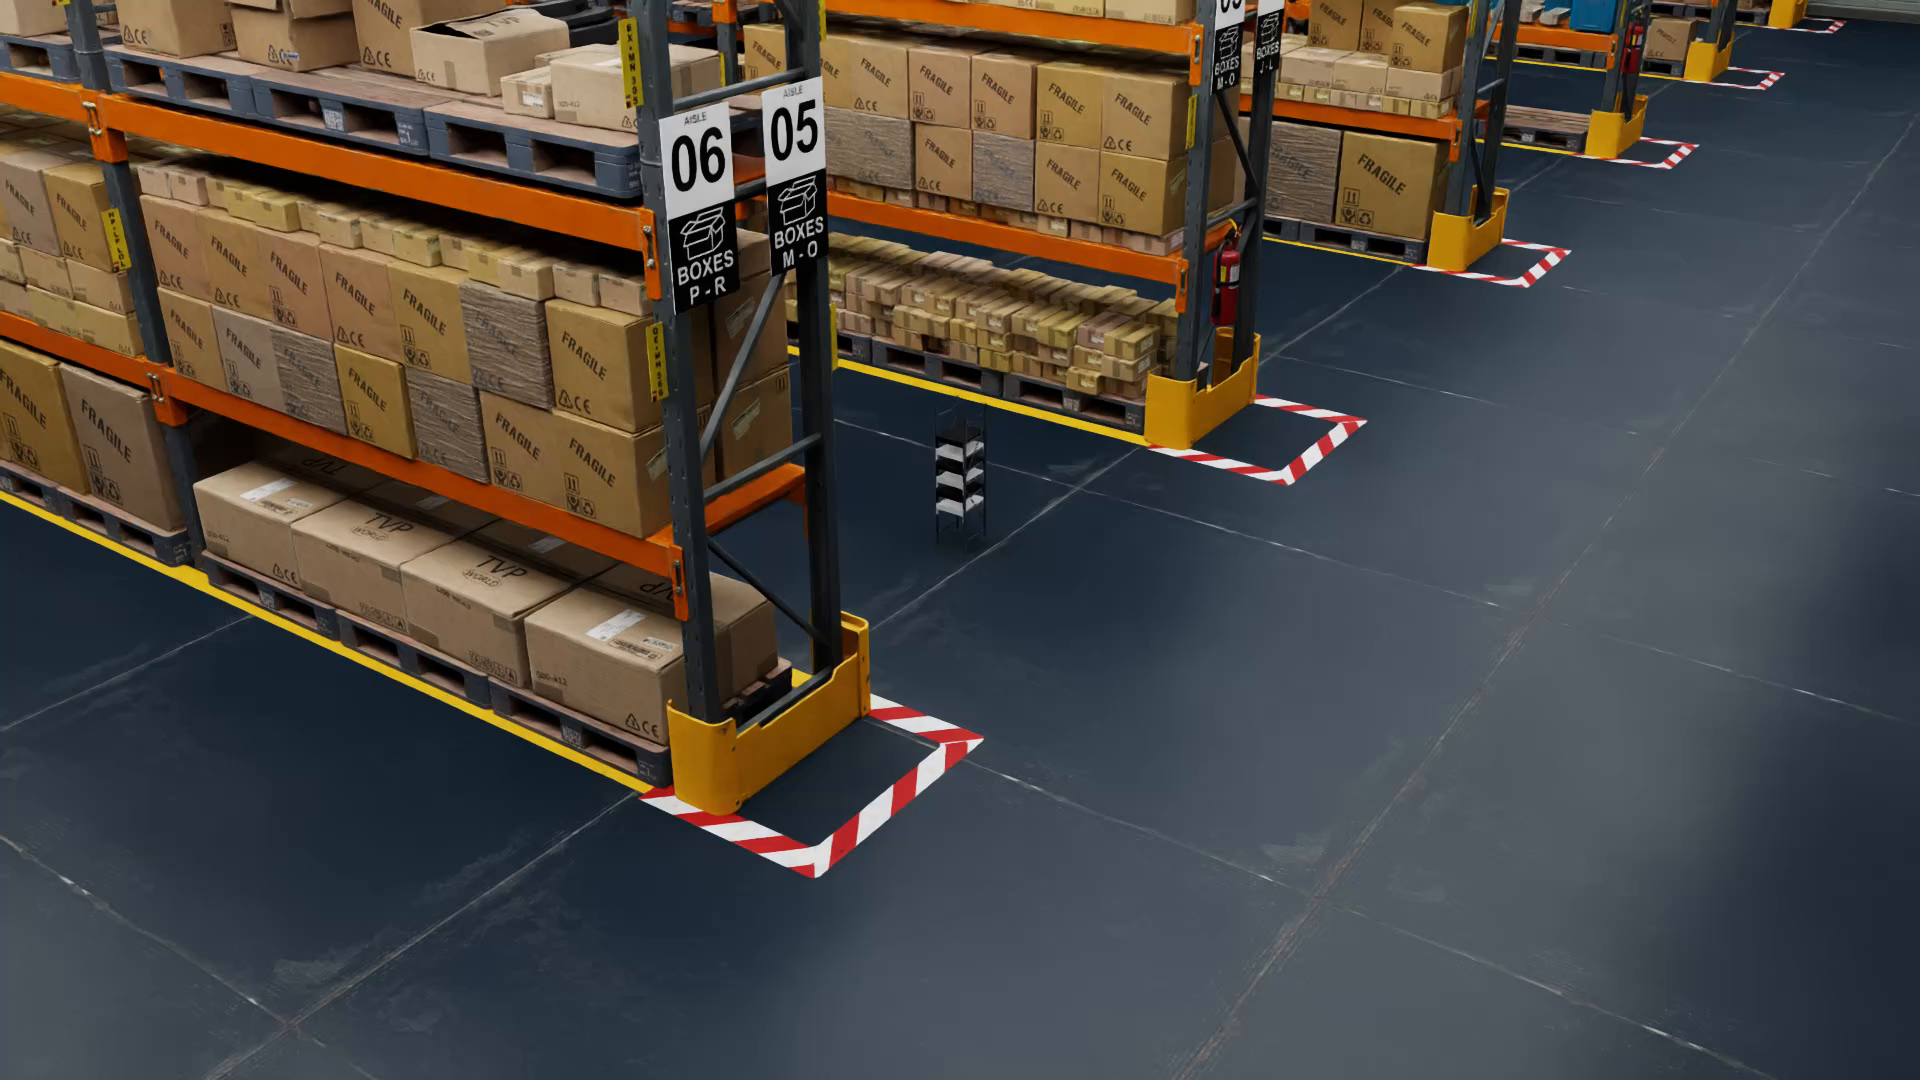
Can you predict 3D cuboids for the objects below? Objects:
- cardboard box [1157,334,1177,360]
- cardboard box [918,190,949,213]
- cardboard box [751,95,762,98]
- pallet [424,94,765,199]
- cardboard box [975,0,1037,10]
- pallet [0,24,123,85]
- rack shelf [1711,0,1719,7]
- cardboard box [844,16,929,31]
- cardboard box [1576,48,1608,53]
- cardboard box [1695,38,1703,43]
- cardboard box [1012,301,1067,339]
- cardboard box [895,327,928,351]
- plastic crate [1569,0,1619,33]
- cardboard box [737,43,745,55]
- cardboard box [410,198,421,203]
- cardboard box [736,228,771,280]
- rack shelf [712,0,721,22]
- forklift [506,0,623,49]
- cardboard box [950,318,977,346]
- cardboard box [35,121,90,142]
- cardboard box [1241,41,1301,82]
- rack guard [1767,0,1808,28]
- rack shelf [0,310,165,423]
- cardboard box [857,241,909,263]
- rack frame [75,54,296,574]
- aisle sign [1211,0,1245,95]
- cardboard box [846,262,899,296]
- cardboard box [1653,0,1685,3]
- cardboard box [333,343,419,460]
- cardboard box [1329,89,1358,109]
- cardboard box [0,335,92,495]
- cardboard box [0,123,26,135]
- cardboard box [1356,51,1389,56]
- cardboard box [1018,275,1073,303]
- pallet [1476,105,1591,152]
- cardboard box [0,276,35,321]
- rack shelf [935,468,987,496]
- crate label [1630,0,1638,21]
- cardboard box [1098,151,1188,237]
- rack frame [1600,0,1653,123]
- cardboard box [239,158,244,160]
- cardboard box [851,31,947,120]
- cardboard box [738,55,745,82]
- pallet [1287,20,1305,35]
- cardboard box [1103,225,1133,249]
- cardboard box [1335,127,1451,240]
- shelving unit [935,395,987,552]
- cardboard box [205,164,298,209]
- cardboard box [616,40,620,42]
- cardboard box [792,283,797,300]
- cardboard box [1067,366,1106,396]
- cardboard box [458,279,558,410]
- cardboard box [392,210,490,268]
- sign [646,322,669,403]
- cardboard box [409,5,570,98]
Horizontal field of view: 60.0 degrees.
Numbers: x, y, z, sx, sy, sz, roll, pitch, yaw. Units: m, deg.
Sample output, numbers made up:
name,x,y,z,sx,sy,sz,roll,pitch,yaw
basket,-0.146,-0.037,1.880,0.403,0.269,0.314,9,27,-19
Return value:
name,x,y,z,sx,sy,sz,roll,pitch,yaw
cardboard box,1.508,-1.466,12.175,0.250,0.149,0.380,19,32,32
cardboard box,-0.094,-2.535,12.200,0.250,0.149,0.380,19,32,32
cardboard box,-1.237,-3.169,12.731,0.500,0.500,0.500,17,31,29
pallet,-1.542,-1.793,7.257,1.213,0.211,1.003,17,32,30
cardboard box,0.444,-3.734,11.139,0.500,0.250,0.500,19,33,32
pallet,-5.006,-2.805,9.358,1.217,0.209,0.805,16,31,28
rack shelf,8.649,-7.910,23.279,4.000,0.370,1.077,17,32,30
cardboard box,-0.533,-3.685,12.644,0.500,0.500,0.500,16,31,29
cardboard box,8.944,-6.990,23.225,0.500,0.250,0.500,17,32,30
cardboard box,10.147,-6.878,23.117,0.250,0.149,0.380,17,32,30
cardboard box,0.577,-1.604,12.119,0.250,0.149,0.380,16,31,28
cardboard box,-0.292,-1.598,12.763,0.250,0.149,0.380,16,31,29
plastic crate,7.108,-5.925,18.480,0.499,0.435,0.616,17,32,30
cardboard box,-2.478,-5.646,19.481,0.500,0.250,0.500,19,32,32
cardboard box,-2.559,-1.746,8.446,0.250,0.149,0.380,17,32,30
cardboard box,-1.061,-1.283,7.537,0.250,0.149,0.380,18,32,31
rack shelf,-3.151,-4.743,13.748,4.000,0.370,1.077,17,32,30
forklift,-3.041,-2.206,11.353,3.031,2.935,1.130,16,31,29
cardboard box,0.134,-1.598,12.434,0.250,0.149,0.380,19,33,33
cardboard box,-5.269,-2.297,10.244,0.500,0.500,0.500,16,31,29
cardboard box,2.867,-4.499,15.620,0.500,0.250,0.500,17,32,30
rack guard,13.119,-8.450,26.302,0.348,0.500,1.175,17,32,30
rack shelf,-5.871,-1.529,10.741,4.000,0.370,1.077,17,32,30
cardboard box,-0.620,-2.289,13.464,0.250,0.149,0.380,17,32,30
rack frame,-4.222,-1.337,9.569,0.127,3.000,1.000,17,32,30
aisle sign,1.685,-3.214,10.391,0.004,0.787,0.394,17,32,30
cardboard box,-0.678,-2.031,12.958,0.250,0.149,0.380,16,31,29
cardboard box,11.638,-9.043,27.005,0.500,0.500,0.700,16,31,29
cardboard box,-2.740,-0.770,8.345,0.500,0.500,0.500,18,32,32
cardboard box,3.578,-4.066,15.210,0.250,0.149,0.380,18,32,31
cardboard box,-5.527,-0.935,10.660,0.875,0.875,0.875,18,32,32
cardboard box,-6.005,-2.243,10.137,0.500,0.500,0.500,18,32,31
cardboard box,4.011,-4.435,15.495,0.500,0.250,0.500,17,31,30
cardboard box,0.650,-1.875,12.652,0.250,0.149,0.380,19,32,32
pallet,6.832,-4.850,19.547,1.213,0.211,1.003,17,32,30
cardboard box,-5.559,-1.559,10.171,0.500,0.250,0.500,16,31,29
rack shelf,0.007,-0.369,10.057,0.200,0.077,0.258,17,32,30
crate label,7.473,-6.005,18.860,0.303,0.233,0.416,17,32,30
cardboard box,1.278,-2.382,11.186,0.500,0.500,0.500,18,32,31
rack frame,7.490,-5.866,18.469,0.127,3.000,1.000,17,32,30
cardboard box,-3.788,-2.156,9.251,0.250,0.149,0.380,17,31,29
cardboard box,-0.435,-3.360,12.006,0.500,0.500,0.500,18,32,31
cardboard box,-1.800,-3.896,13.756,0.250,0.149,0.380,18,32,32
pallet,5.299,-8.009,25.755,1.213,0.211,1.003,17,32,30
cardboard box,1.182,-2.130,11.405,0.250,0.149,0.380,17,32,30
cardboard box,4.113,-3.389,15.482,0.875,0.875,0.875,17,32,30
shelving unit,0.007,-0.399,10.042,0.210,0.900,0.258,17,32,30
cardboard box,-3.654,-1.828,8.607,0.250,0.149,0.380,17,31,30
cardboard box,-3.072,-4.293,14.537,0.250,0.149,0.380,19,33,33
cardboard box,-1.126,-2.018,13.261,0.250,0.149,0.380,18,32,31
cardboard box,0.973,-1.188,11.957,0.250,0.149,0.380,18,32,32
cardboard box,-1.904,-0.958,7.612,0.500,0.500,0.500,17,32,30
cardboard box,-2.417,-1.413,7.792,0.250,0.149,0.380,18,32,32
sign,-1.243,-0.732,6.843,0.005,0.325,0.100,17,32,30
cardboard box,-2.130,-2.241,7.565,0.500,0.311,0.500,18,32,31
